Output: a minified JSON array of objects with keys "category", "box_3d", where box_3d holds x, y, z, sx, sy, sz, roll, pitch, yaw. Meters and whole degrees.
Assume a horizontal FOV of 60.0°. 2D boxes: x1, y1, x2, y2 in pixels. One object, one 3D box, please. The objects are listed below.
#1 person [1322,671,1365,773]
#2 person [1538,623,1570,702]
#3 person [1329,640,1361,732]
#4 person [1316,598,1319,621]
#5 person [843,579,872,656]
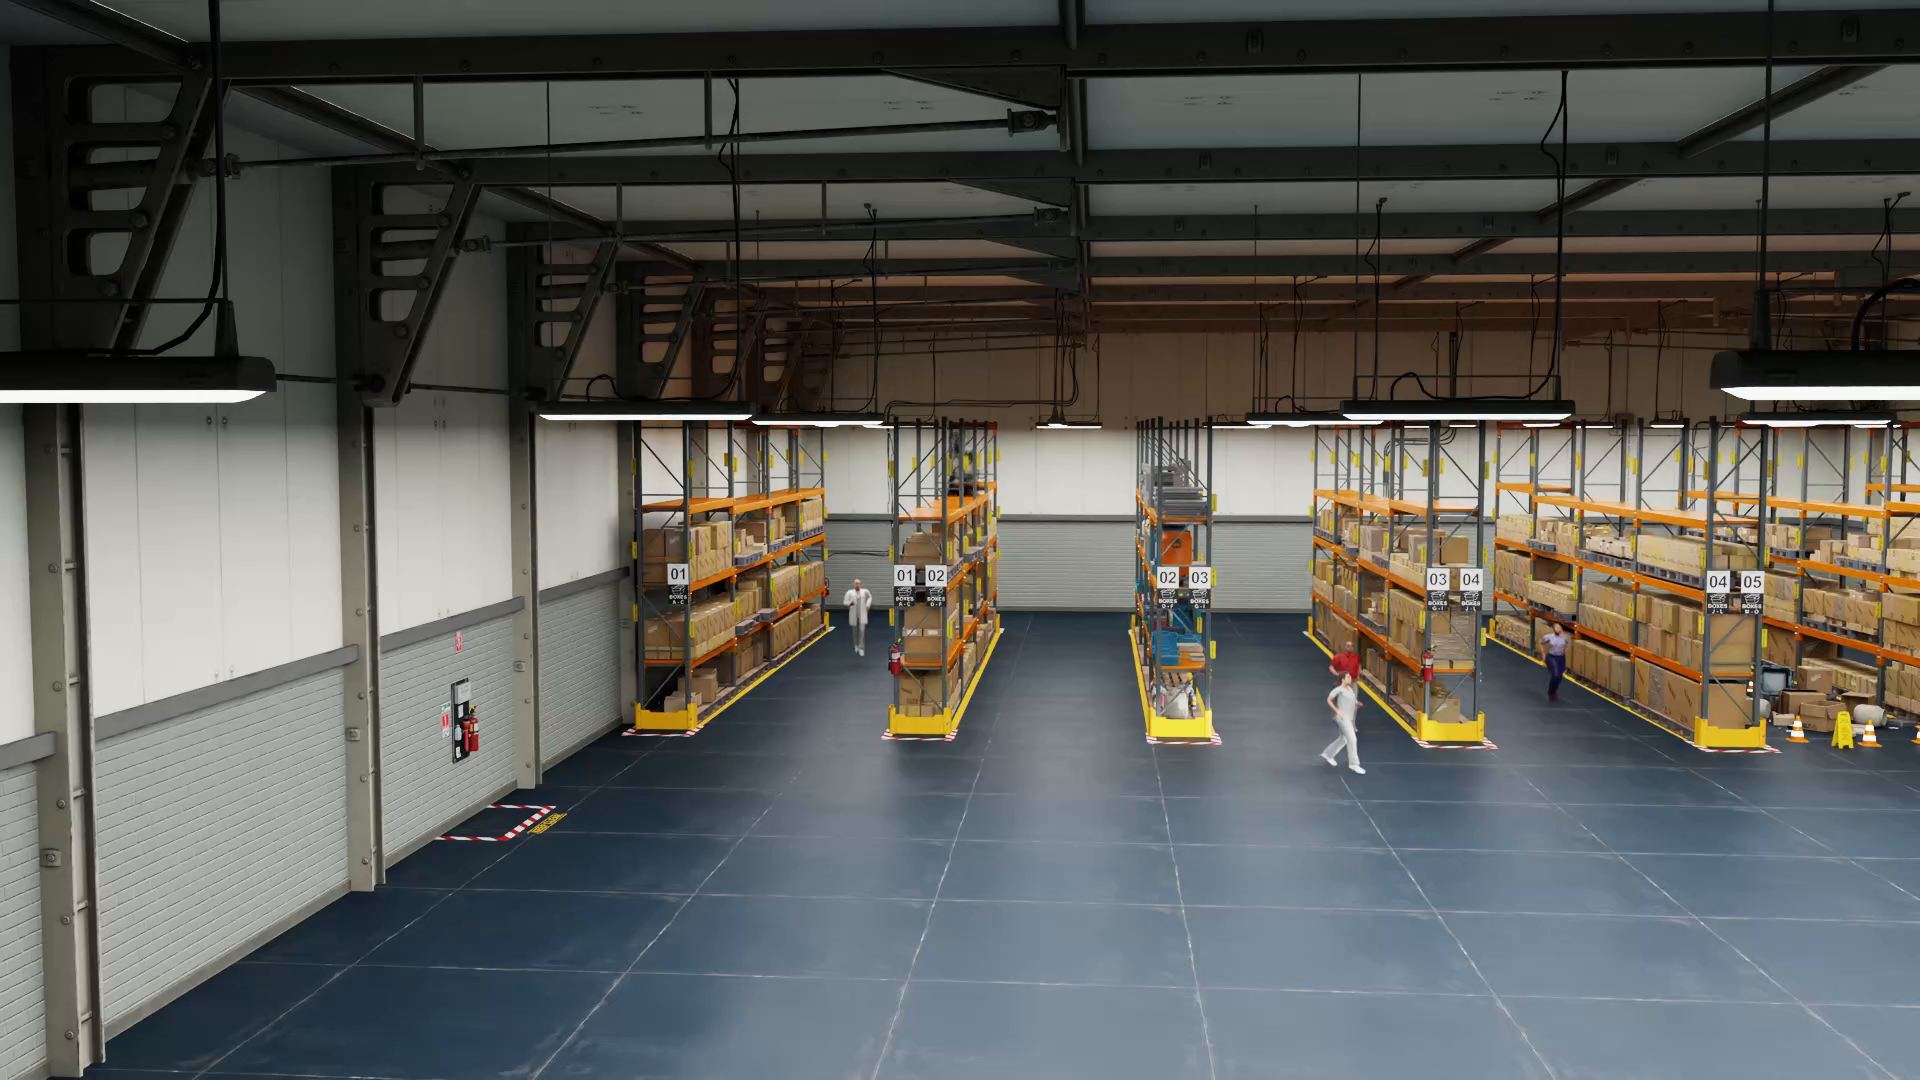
[{"category":"person","box_3d":[6.479,3.043,28.074,0.827,1.691,0.560,3,5,37]},{"category":"person","box_3d":[12.666,2.603,35.347,0.575,1.689,0.711,-1,4,-10]},{"category":"person","box_3d":[7.437,2.784,32.005,0.670,1.716,0.883,0,4,-6]},{"category":"person","box_3d":[10.474,1.742,47.816,0.582,1.703,0.701,1,4,18]},{"category":"person","box_3d":[-2.502,1.877,40.664,0.697,1.842,0.903,0,4,-3]}]
